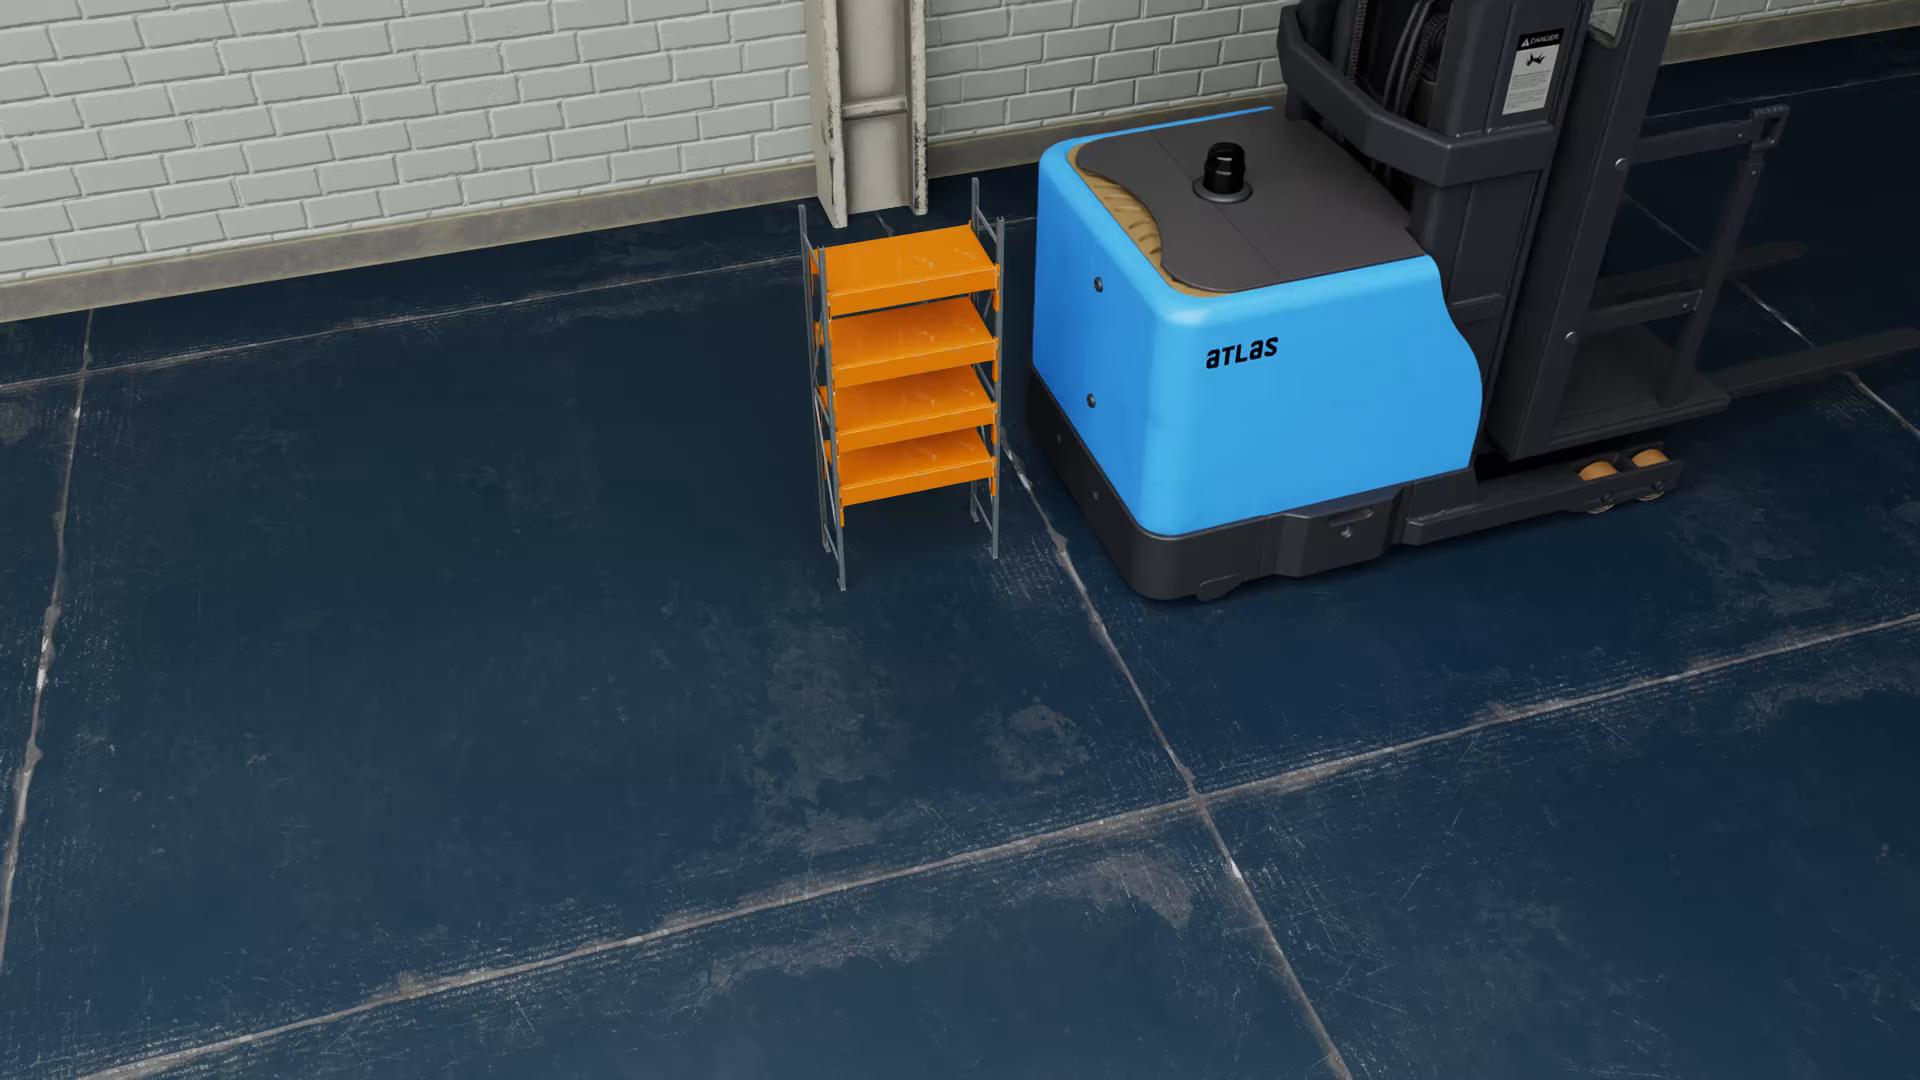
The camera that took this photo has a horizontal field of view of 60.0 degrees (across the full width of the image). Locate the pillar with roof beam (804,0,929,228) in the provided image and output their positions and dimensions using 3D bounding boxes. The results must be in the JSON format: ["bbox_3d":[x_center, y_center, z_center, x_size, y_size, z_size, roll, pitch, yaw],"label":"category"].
[{"bbox_3d":[0.931,-2.075,0.786,0.400,9.000,9.100,-12,42,-13],"label":"pillar with roof beam"}]

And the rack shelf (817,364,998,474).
[{"bbox_3d":[-0.158,-0.368,4.862,0.480,0.148,0.258,-12,42,-13],"label":"rack shelf"}]

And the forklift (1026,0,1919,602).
[{"bbox_3d":[1.796,-1.505,4.745,3.031,2.935,1.130,-13,43,-14],"label":"forklift"}]

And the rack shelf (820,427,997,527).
[{"bbox_3d":[-0.158,-0.219,4.993,0.480,0.148,0.258,-12,42,-13],"label":"rack shelf"}]

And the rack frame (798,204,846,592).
[{"bbox_3d":[-0.391,-0.371,4.763,0.015,1.200,0.240,-12,42,-13],"label":"rack frame"}]

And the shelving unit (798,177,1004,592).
[{"bbox_3d":[-0.158,-0.419,4.818,0.503,1.200,0.258,-12,42,-13],"label":"shelving unit"}]

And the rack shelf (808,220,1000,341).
[{"bbox_3d":[-0.158,-0.715,4.559,0.480,0.148,0.258,-12,42,-13],"label":"rack shelf"}]

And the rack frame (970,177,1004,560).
[{"bbox_3d":[0.075,-0.467,4.873,0.015,1.200,0.240,-12,42,-13],"label":"rack frame"}]

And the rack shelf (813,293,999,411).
[{"bbox_3d":[-0.158,-0.537,4.715,0.480,0.148,0.258,-12,42,-13],"label":"rack shelf"}]
